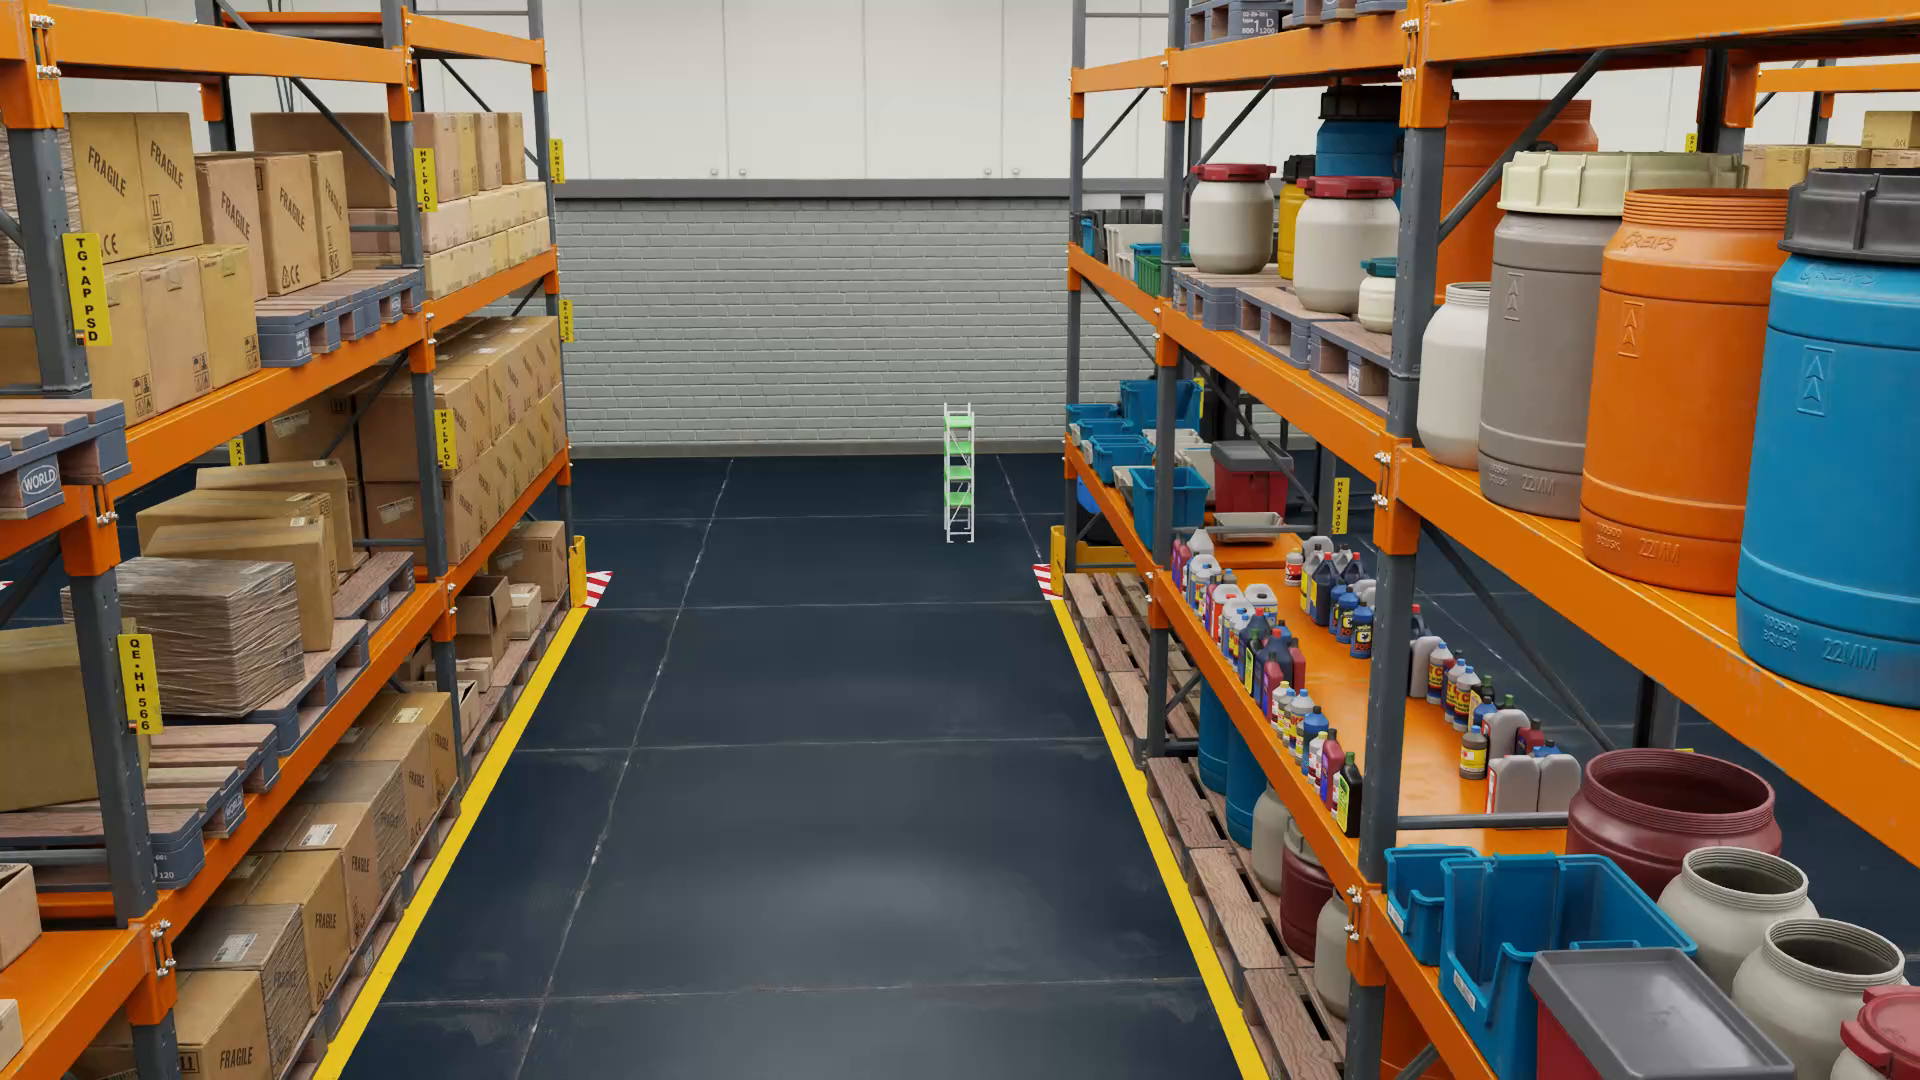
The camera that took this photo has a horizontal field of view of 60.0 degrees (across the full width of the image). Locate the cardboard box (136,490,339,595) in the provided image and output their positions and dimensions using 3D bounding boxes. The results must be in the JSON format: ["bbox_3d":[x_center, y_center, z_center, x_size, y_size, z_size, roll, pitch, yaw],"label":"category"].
[{"bbox_3d":[-3.432,0.064,7.937,0.700,0.500,0.500,1,14,5],"label":"cardboard box"}]

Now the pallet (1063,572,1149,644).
[{"bbox_3d":[1.365,0.511,12.841,1.003,0.211,1.213,-1,14,-3],"label":"pallet"}]

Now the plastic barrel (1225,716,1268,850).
[{"bbox_3d":[1.661,1.074,8.425,0.600,0.901,0.708,-1,14,-3],"label":"plastic barrel"}]

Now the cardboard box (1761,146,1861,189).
[{"bbox_3d":[6.296,-2.605,12.089,0.700,0.500,0.500,-1,14,-5],"label":"cardboard box"}]

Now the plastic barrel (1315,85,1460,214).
[{"bbox_3d":[1.858,-1.527,7.298,0.600,0.901,0.708,-1,14,-3],"label":"plastic barrel"}]

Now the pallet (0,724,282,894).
[{"bbox_3d":[-3.208,0.945,5.942,1.213,0.211,1.003,-1,14,-3],"label":"pallet"}]

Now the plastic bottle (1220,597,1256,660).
[{"bbox_3d":[1.320,0.418,7.853,0.152,0.276,0.135,-1,14,-3],"label":"plastic bottle"}]

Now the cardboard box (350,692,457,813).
[{"bbox_3d":[-3.027,1.141,8.930,0.500,0.500,0.500,-1,14,-4],"label":"cardboard box"}]

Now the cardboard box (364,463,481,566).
[{"bbox_3d":[-3.104,-0.155,9.630,0.500,0.500,0.500,-1,14,-2],"label":"cardboard box"}]

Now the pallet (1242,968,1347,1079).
[{"bbox_3d":[1.757,2.099,6.668,1.003,0.211,1.213,-1,14,-3],"label":"pallet"}]

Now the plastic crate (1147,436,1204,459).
[{"bbox_3d":[1.587,-0.674,12.260,0.396,0.136,0.243,-1,14,-3],"label":"plastic crate"}]

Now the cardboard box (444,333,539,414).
[{"bbox_3d":[-3.221,-1.142,11.460,0.500,0.500,0.500,0,14,-2],"label":"cardboard box"}]

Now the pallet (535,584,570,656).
[{"bbox_3d":[-3.537,0.598,12.503,1.003,0.211,1.213,-1,14,-3],"label":"pallet"}]

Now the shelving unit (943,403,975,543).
[{"bbox_3d":[-0.010,-0.622,15.260,0.258,1.200,0.503,-1,14,-3],"label":"shelving unit"}]

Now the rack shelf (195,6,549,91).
[{"bbox_3d":[-3.468,-3.028,10.409,1.077,0.370,4.000,-1,14,-3],"label":"rack shelf"}]

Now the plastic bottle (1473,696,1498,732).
[{"bbox_3d":[2.074,0.750,6.572,0.097,0.271,0.097,0,14,0],"label":"plastic bottle"}]

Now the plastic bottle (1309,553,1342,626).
[{"bbox_3d":[1.851,0.245,8.377,0.144,0.351,0.185,-1,14,-3],"label":"plastic bottle"}]

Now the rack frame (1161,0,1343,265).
[{"bbox_3d":[1.600,-2.956,8.680,1.000,3.000,0.127,-1,14,-3],"label":"rack frame"}]

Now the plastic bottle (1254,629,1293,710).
[{"bbox_3d":[1.358,0.550,7.193,0.144,0.351,0.185,-1,14,-3],"label":"plastic bottle"}]

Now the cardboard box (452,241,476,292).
[{"bbox_3d":[-3.154,-1.604,9.747,0.500,0.250,0.500,-1,14,-3],"label":"cardboard box"}]

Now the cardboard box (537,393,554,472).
[{"bbox_3d":[-3.257,-0.782,12.070,0.500,0.500,0.500,-1,14,-3],"label":"cardboard box"}]

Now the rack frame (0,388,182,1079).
[{"bbox_3d":[-3.096,1.020,5.267,1.000,3.000,0.127,-1,14,-3],"label":"rack frame"}]

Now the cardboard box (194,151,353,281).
[{"bbox_3d":[-3.386,-1.602,8.191,0.600,0.600,0.600,-2,15,-9],"label":"cardboard box"}]

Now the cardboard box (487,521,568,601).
[{"bbox_3d":[-3.312,0.159,12.746,0.500,0.500,0.500,-1,14,-3],"label":"cardboard box"}]

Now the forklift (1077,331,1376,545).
[{"bbox_3d":[2.583,-1.528,15.308,3.031,2.935,1.130,-2,15,-9],"label":"forklift"}]

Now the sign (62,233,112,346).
[{"bbox_3d":[-2.542,-0.728,4.844,0.100,0.325,0.005,-1,14,-3],"label":"sign"}]

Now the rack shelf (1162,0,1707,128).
[{"bbox_3d":[1.724,-1.917,6.886,1.077,0.370,4.000,-1,14,-3],"label":"rack shelf"}]

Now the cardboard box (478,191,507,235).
[{"bbox_3d":[-3.210,-2.095,10.652,0.500,0.250,0.500,-1,14,-3],"label":"cardboard box"}]

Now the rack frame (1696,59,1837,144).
[{"bbox_3d":[6.296,-4.027,12.843,1.000,3.000,0.127,-1,14,-3],"label":"rack frame"}]

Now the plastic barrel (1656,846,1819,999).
[{"bbox_3d":[2.125,1.143,4.565,0.421,0.512,0.421,0,14,0],"label":"plastic barrel"}]

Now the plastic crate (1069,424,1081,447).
[{"bbox_3d":[0.976,-0.799,12.745,0.250,0.136,0.298,-1,14,-3],"label":"plastic crate"}]

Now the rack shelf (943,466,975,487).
[{"bbox_3d":[-0.010,-0.560,15.276,0.258,0.148,0.480,-1,14,-3],"label":"rack shelf"}]

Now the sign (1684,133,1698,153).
[{"bbox_3d":[5.741,-3.029,13.071,0.100,0.325,0.005,-1,14,-3],"label":"sign"}]

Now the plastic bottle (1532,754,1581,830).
[{"bbox_3d":[2.144,0.892,6.014,0.152,0.276,0.135,-1,14,-3],"label":"plastic bottle"}]

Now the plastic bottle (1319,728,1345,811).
[{"bbox_3d":[1.383,0.849,6.164,0.061,0.283,0.133,-1,14,-3],"label":"plastic bottle"}]

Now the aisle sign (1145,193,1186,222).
[{"bbox_3d":[1.640,-2.327,13.057,0.394,0.787,0.004,-1,14,-3],"label":"aisle sign"}]

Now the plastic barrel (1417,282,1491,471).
[{"bbox_3d":[1.561,-0.481,4.854,0.421,0.512,0.421,0,14,0],"label":"plastic barrel"}]

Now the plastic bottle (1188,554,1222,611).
[{"bbox_3d":[1.271,0.221,8.619,0.152,0.276,0.135,-1,14,-3],"label":"plastic bottle"}]

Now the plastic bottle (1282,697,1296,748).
[{"bbox_3d":[1.364,0.739,6.757,0.097,0.201,0.097,0,14,0],"label":"plastic bottle"}]

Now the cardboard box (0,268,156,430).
[{"bbox_3d":[-3.157,-0.589,5.301,0.910,0.500,0.500,-1,14,-3],"label":"cardboard box"}]

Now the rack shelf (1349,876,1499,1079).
[{"bbox_3d":[1.972,1.790,3.717,1.077,0.370,4.000,-1,14,-3],"label":"rack shelf"}]

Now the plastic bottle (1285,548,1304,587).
[{"bbox_3d":[1.824,0.145,9.065,0.097,0.201,0.097,0,14,0],"label":"plastic bottle"}]

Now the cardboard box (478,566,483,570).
[{"bbox_3d":[-3.909,0.307,12.875,0.380,0.149,0.250,-1,14,-3],"label":"cardboard box"}]

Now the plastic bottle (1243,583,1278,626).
[{"bbox_3d":[1.458,0.358,8.086,0.152,0.276,0.135,-1,14,-3],"label":"plastic bottle"}]

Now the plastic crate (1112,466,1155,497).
[{"bbox_3d":[1.192,-0.380,11.118,0.293,0.136,0.466,-1,14,-3],"label":"plastic crate"}]

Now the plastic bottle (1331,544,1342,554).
[{"bbox_3d":[2.007,0.156,8.859,0.061,0.283,0.133,-1,14,-3],"label":"plastic bottle"}]

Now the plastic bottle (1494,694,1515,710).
[{"bbox_3d":[2.152,0.739,6.592,0.061,0.283,0.133,-1,14,-3],"label":"plastic bottle"}]

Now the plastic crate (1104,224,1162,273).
[{"bbox_3d":[1.181,-1.885,10.774,0.437,0.282,0.530,-1,14,-3],"label":"plastic crate"}]

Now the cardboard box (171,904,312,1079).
[{"bbox_3d":[-2.877,1.769,6.487,0.500,0.500,0.500,-1,14,-5],"label":"cardboard box"}]

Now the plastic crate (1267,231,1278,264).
[{"bbox_3d":[1.797,-1.753,10.287,0.497,0.269,0.590,-1,14,-3],"label":"plastic crate"}]

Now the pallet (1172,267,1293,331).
[{"bbox_3d":[1.746,-1.218,8.325,1.213,0.211,1.003,-1,14,-3],"label":"pallet"}]

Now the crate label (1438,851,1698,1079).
[{"bbox_3d":[1.639,1.178,4.580,0.502,0.435,0.616,-1,14,-3],"label":"crate label"}]

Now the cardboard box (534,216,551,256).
[{"bbox_3d":[-3.297,-2.226,12.164,0.500,0.250,0.500,-1,14,-3],"label":"cardboard box"}]

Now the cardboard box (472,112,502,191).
[{"bbox_3d":[-3.459,-2.579,11.028,0.700,0.500,0.500,-1,14,-3],"label":"cardboard box"}]

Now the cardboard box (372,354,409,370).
[{"bbox_3d":[-3.699,-0.882,10.452,0.500,0.500,0.500,-1,14,-3],"label":"cardboard box"}]

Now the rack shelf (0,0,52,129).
[{"bbox_3d":[-2.972,-0.846,2.726,1.077,0.370,4.000,-1,14,-3],"label":"rack shelf"}]

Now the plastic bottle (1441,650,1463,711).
[{"bbox_3d":[2.118,0.600,7.133,0.061,0.283,0.133,-1,14,-3],"label":"plastic bottle"}]

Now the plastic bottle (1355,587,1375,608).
[{"bbox_3d":[2.009,0.352,8.110,0.152,0.276,0.135,-1,14,-3],"label":"plastic bottle"}]
